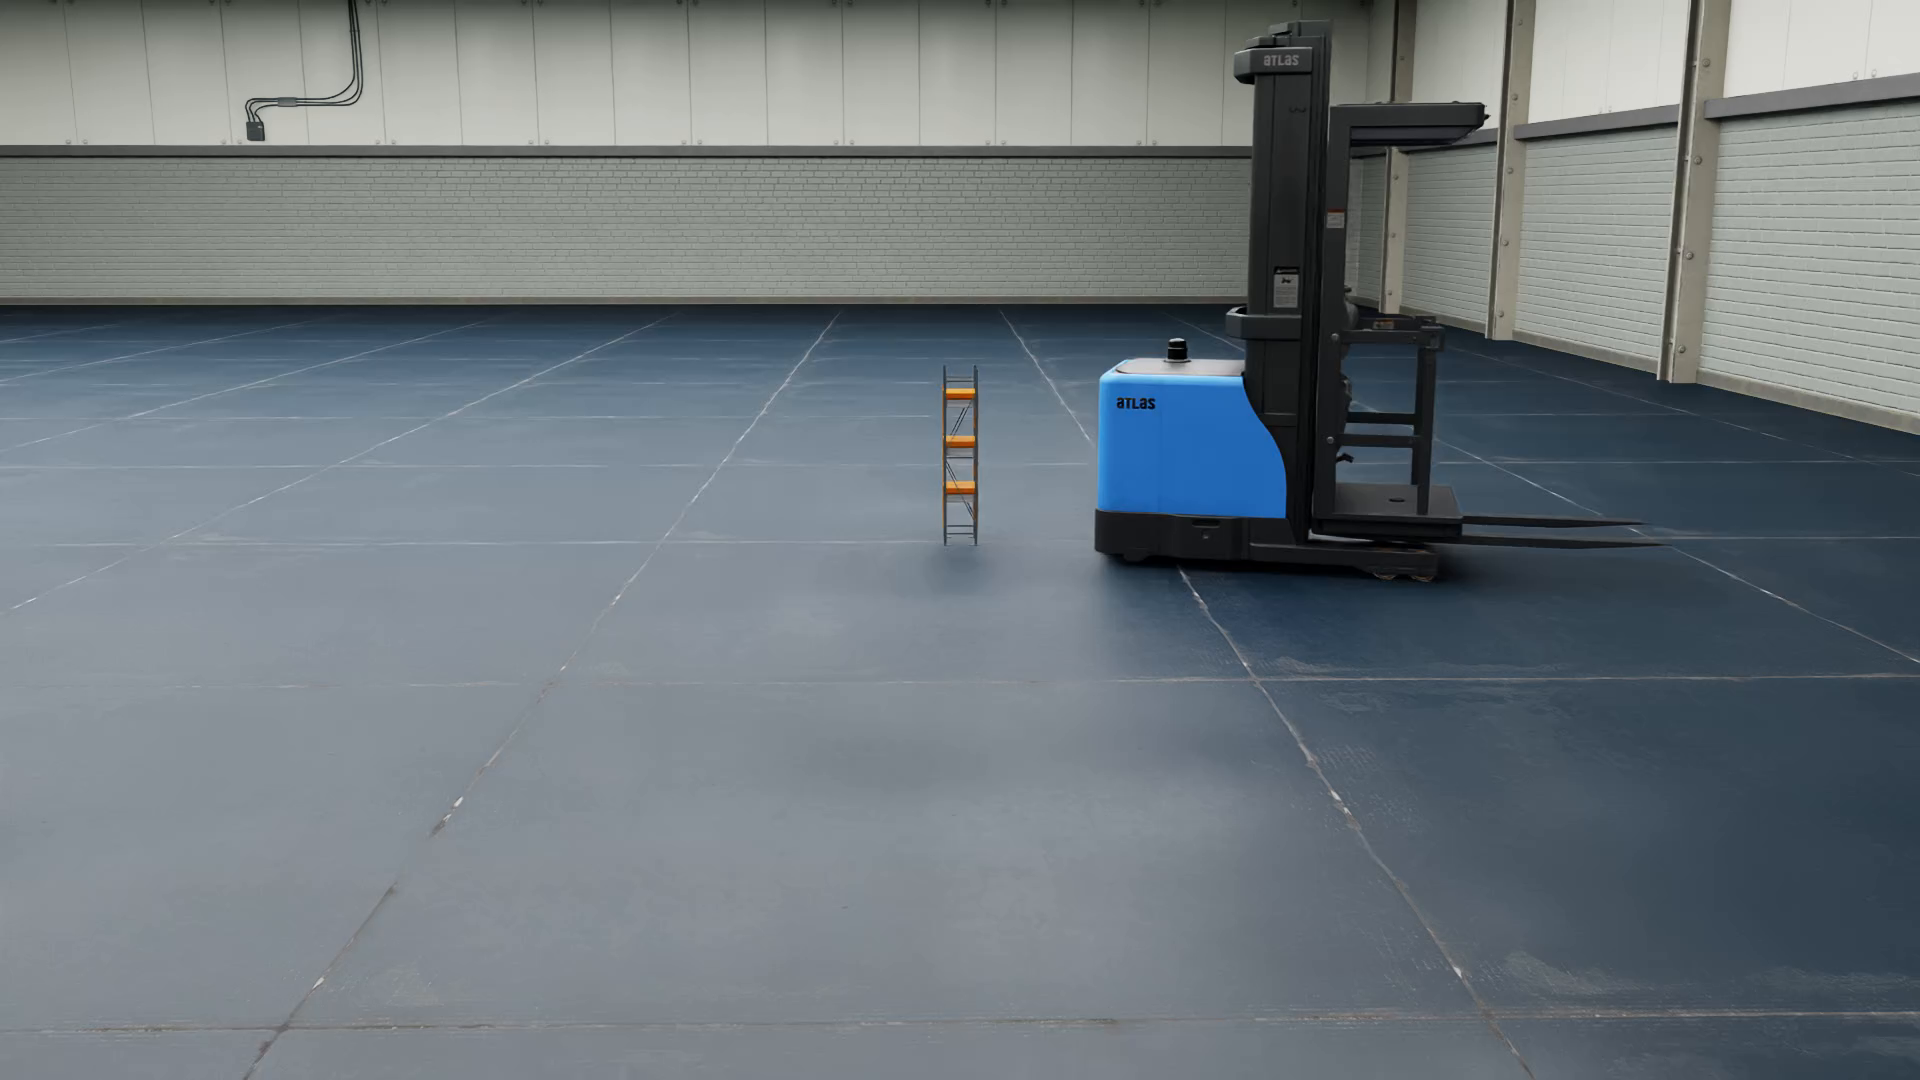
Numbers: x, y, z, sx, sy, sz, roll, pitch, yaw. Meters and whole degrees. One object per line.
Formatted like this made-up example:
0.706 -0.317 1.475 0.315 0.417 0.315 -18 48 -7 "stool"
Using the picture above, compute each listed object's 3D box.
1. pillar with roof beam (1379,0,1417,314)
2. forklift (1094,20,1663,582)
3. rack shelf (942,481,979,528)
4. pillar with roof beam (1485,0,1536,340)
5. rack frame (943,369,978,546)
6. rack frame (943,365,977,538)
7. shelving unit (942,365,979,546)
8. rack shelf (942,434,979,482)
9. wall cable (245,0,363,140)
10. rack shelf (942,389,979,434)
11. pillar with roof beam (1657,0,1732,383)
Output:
3.649 -8.594 29.786 9.100 9.000 0.400 0 11 -1 "pillar with roof beam"
2.335 -1.328 9.235 3.031 2.935 1.130 3 12 13 "forklift"
0.001 -0.221 9.960 0.215 0.259 0.240 0 11 -1 "rack shelf"
3.773 -7.401 23.907 9.100 9.000 0.400 0 11 -1 "pillar with roof beam"
0.004 -0.480 9.783 0.200 1.050 0.008 0 11 -1 "rack frame"
-0.001 -0.528 10.022 0.200 1.050 0.008 0 11 -1 "rack frame"
0.001 -0.504 9.902 0.215 1.050 0.252 0 11 -1 "shelving unit"
0.001 -0.494 9.904 0.215 0.259 0.240 0 11 -1 "rack shelf"
-12.788 -10.776 31.987 2.305 6.003 0.169 0 11 -1 "wall cable"
0.001 -0.772 9.848 0.215 0.259 0.240 0 11 -1 "rack shelf"
3.897 -6.208 18.028 9.100 9.000 0.400 0 11 -1 "pillar with roof beam"
